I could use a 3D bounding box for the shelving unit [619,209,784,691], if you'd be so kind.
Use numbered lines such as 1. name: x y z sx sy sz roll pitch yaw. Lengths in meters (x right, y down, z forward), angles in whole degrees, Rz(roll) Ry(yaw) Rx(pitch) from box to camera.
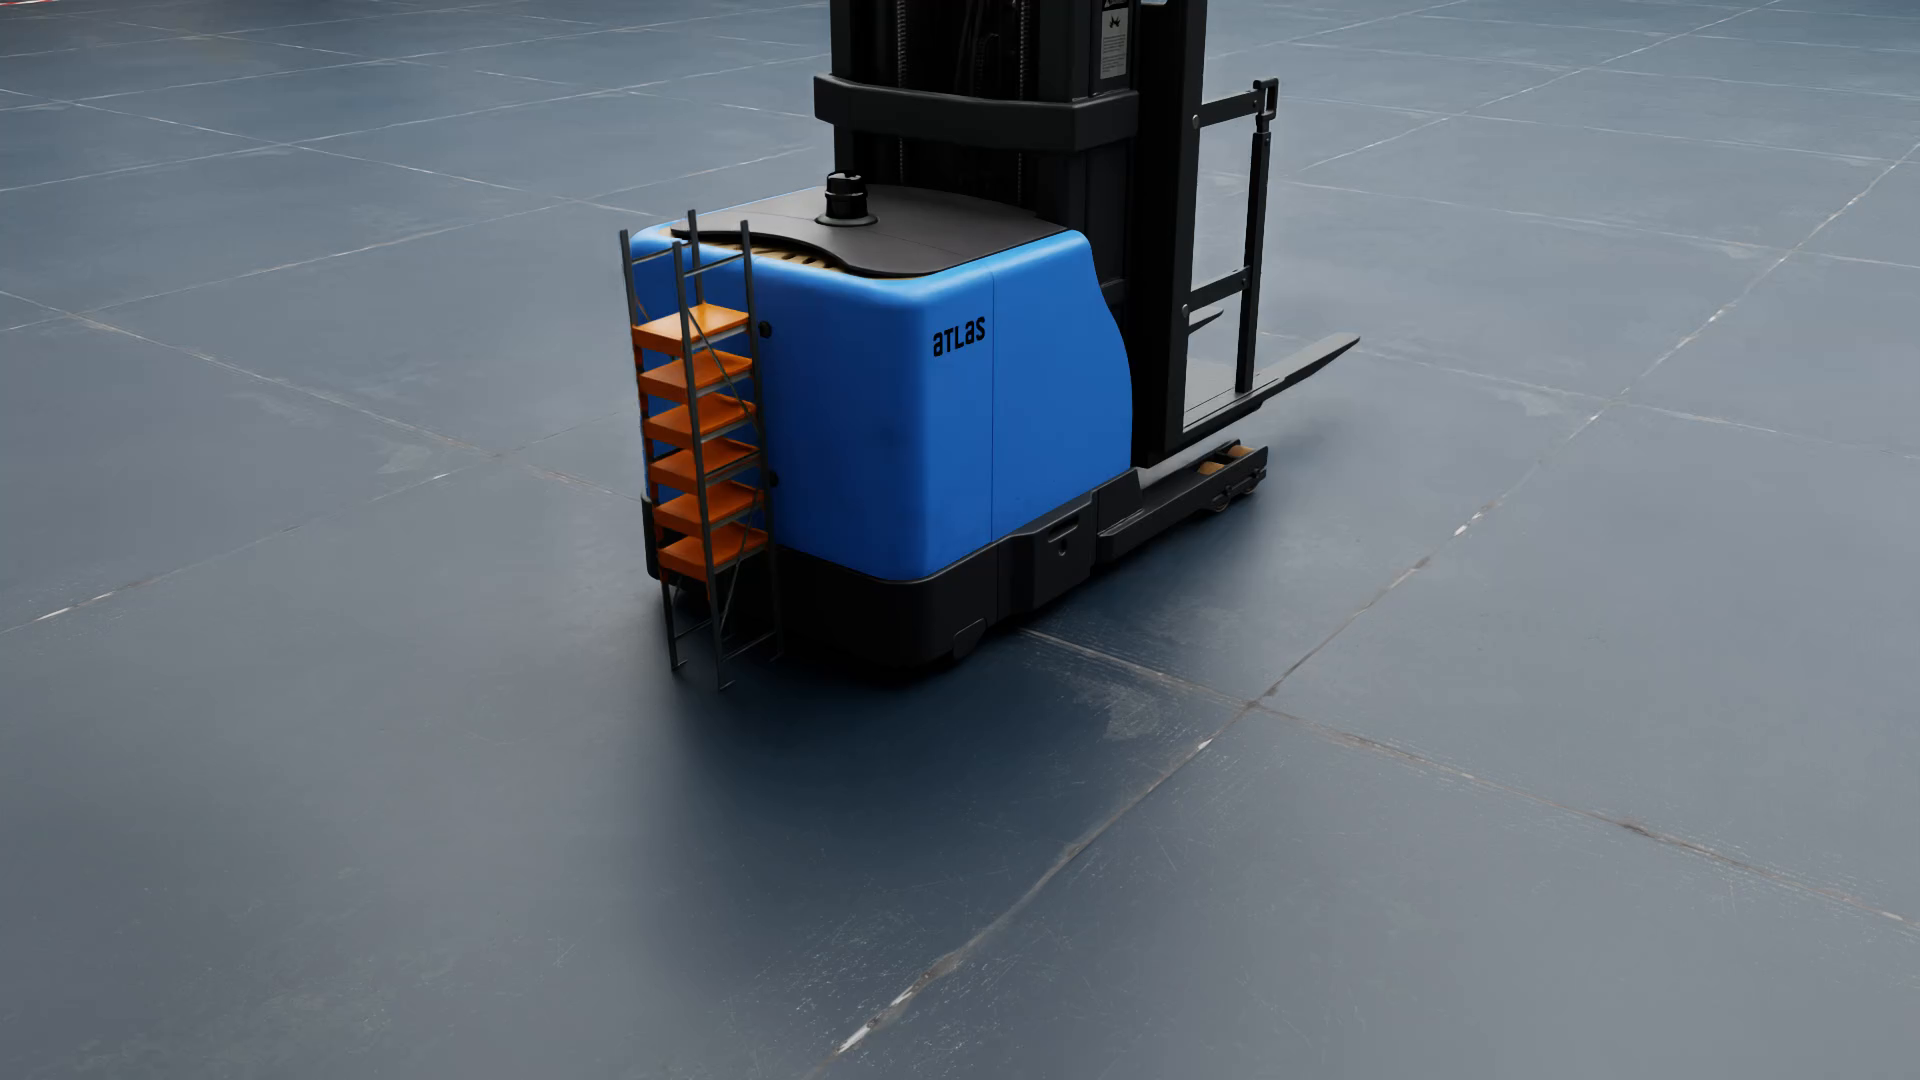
1. shelving unit: -0.642 -0.211 4.227 0.189 1.200 0.258 18 32 35

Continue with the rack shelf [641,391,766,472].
1. rack shelf: -0.644 -0.279 4.194 0.180 0.103 0.258 18 32 35

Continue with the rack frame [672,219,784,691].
1. rack frame: -0.570 -0.188 4.175 0.006 1.200 0.240 18 32 35

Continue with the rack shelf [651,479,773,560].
1. rack shelf: -0.637 -0.063 4.298 0.180 0.103 0.258 18 32 35

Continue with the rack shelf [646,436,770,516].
1. rack shelf: -0.641 -0.171 4.246 0.180 0.103 0.258 18 32 35

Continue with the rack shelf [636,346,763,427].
1. rack shelf: -0.647 -0.387 4.142 0.180 0.103 0.258 18 32 35

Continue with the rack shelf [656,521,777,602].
1. rack shelf: -0.634 0.045 4.350 0.180 0.103 0.258 18 32 35

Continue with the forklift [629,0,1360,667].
1. forklift: 0.381 -1.540 5.109 1.130 2.935 3.031 17 29 34

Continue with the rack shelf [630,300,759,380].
1. rack shelf: -0.650 -0.495 4.090 0.180 0.103 0.258 18 32 35

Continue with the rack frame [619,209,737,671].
1. rack frame: -0.713 -0.234 4.279 0.006 1.200 0.240 18 32 35
